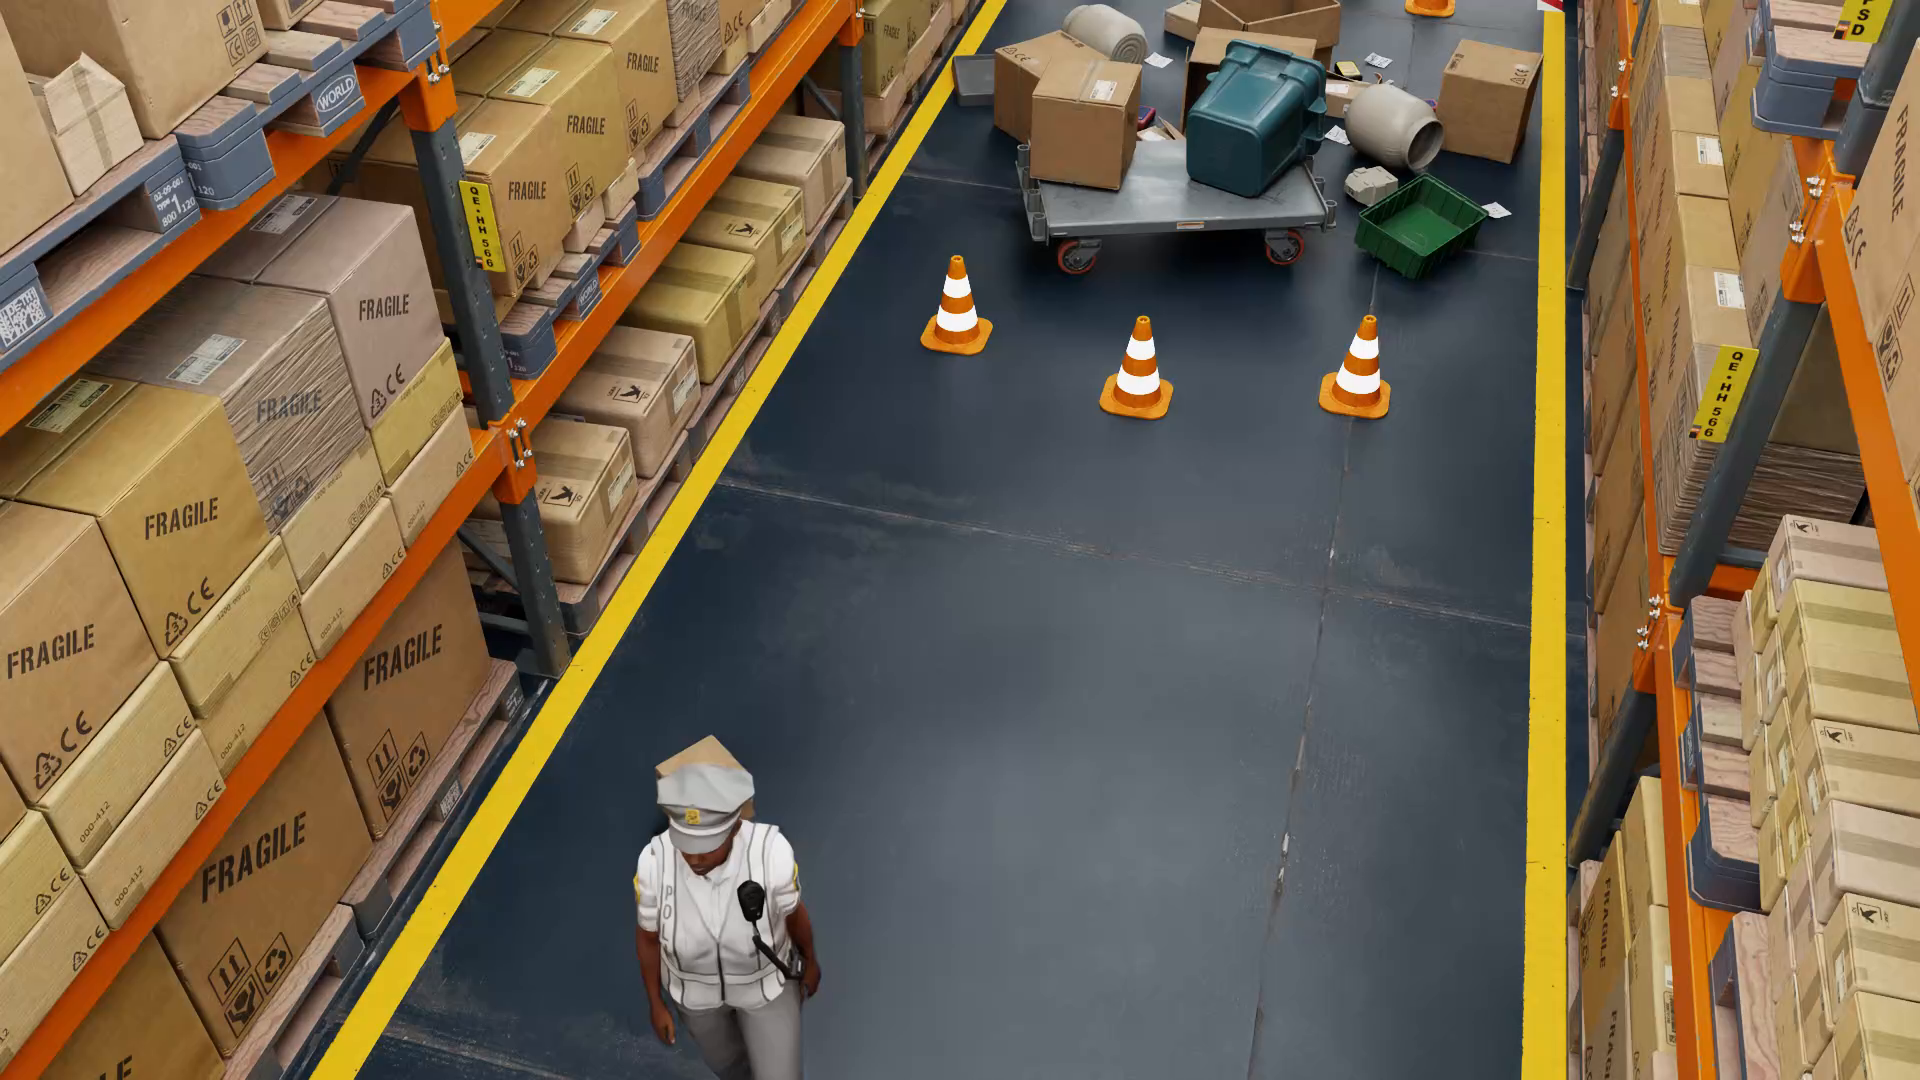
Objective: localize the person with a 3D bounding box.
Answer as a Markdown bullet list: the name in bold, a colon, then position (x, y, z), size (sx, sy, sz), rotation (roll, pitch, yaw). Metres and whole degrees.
- **person**: position (-0.644, 1.275, 4.675), size (0.484, 1.721, 0.479), rotation (0, 41, 0)
